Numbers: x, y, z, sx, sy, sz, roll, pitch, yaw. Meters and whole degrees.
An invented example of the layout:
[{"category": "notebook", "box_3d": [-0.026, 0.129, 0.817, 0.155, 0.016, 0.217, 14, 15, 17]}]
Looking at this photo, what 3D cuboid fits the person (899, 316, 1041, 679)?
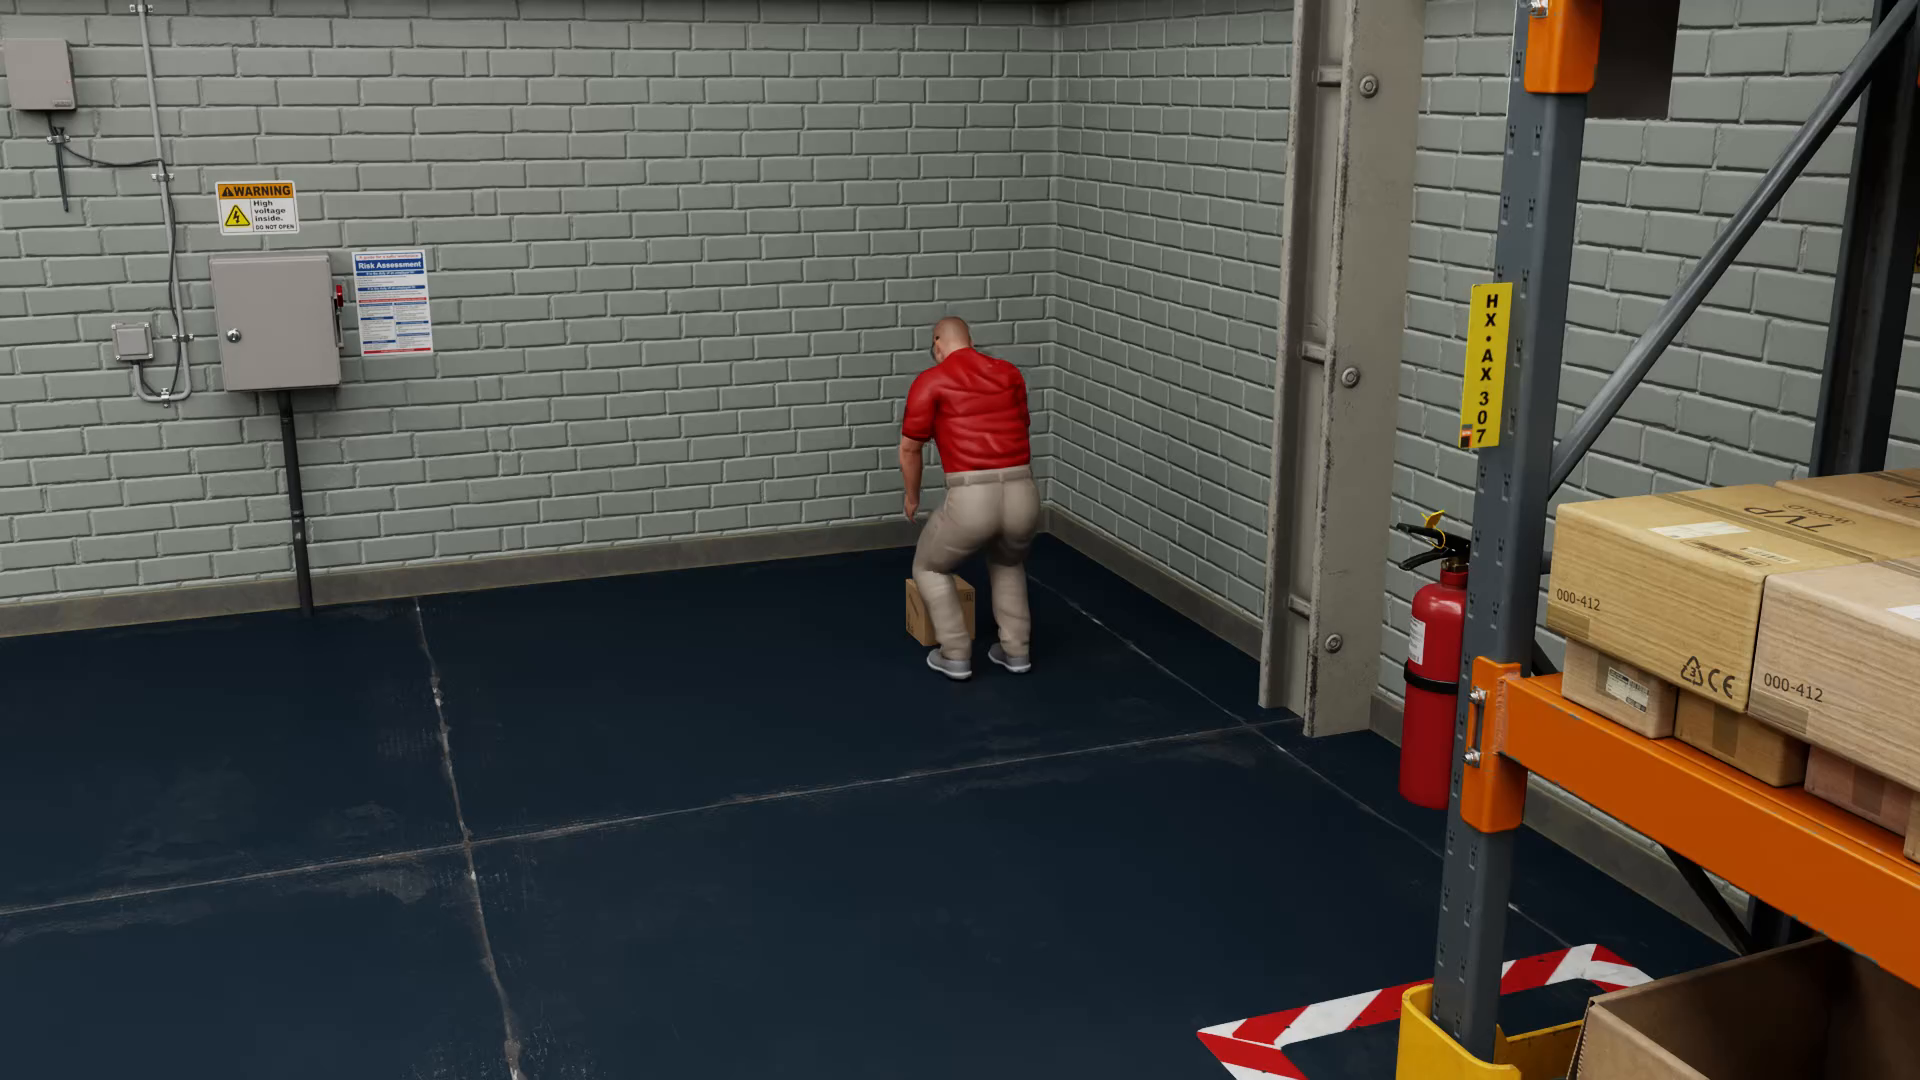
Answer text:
[{"category": "person", "box_3d": [0.044, -0.159, 7.078, 0.586, 1.501, 0.621, -6, 16, -20]}]
